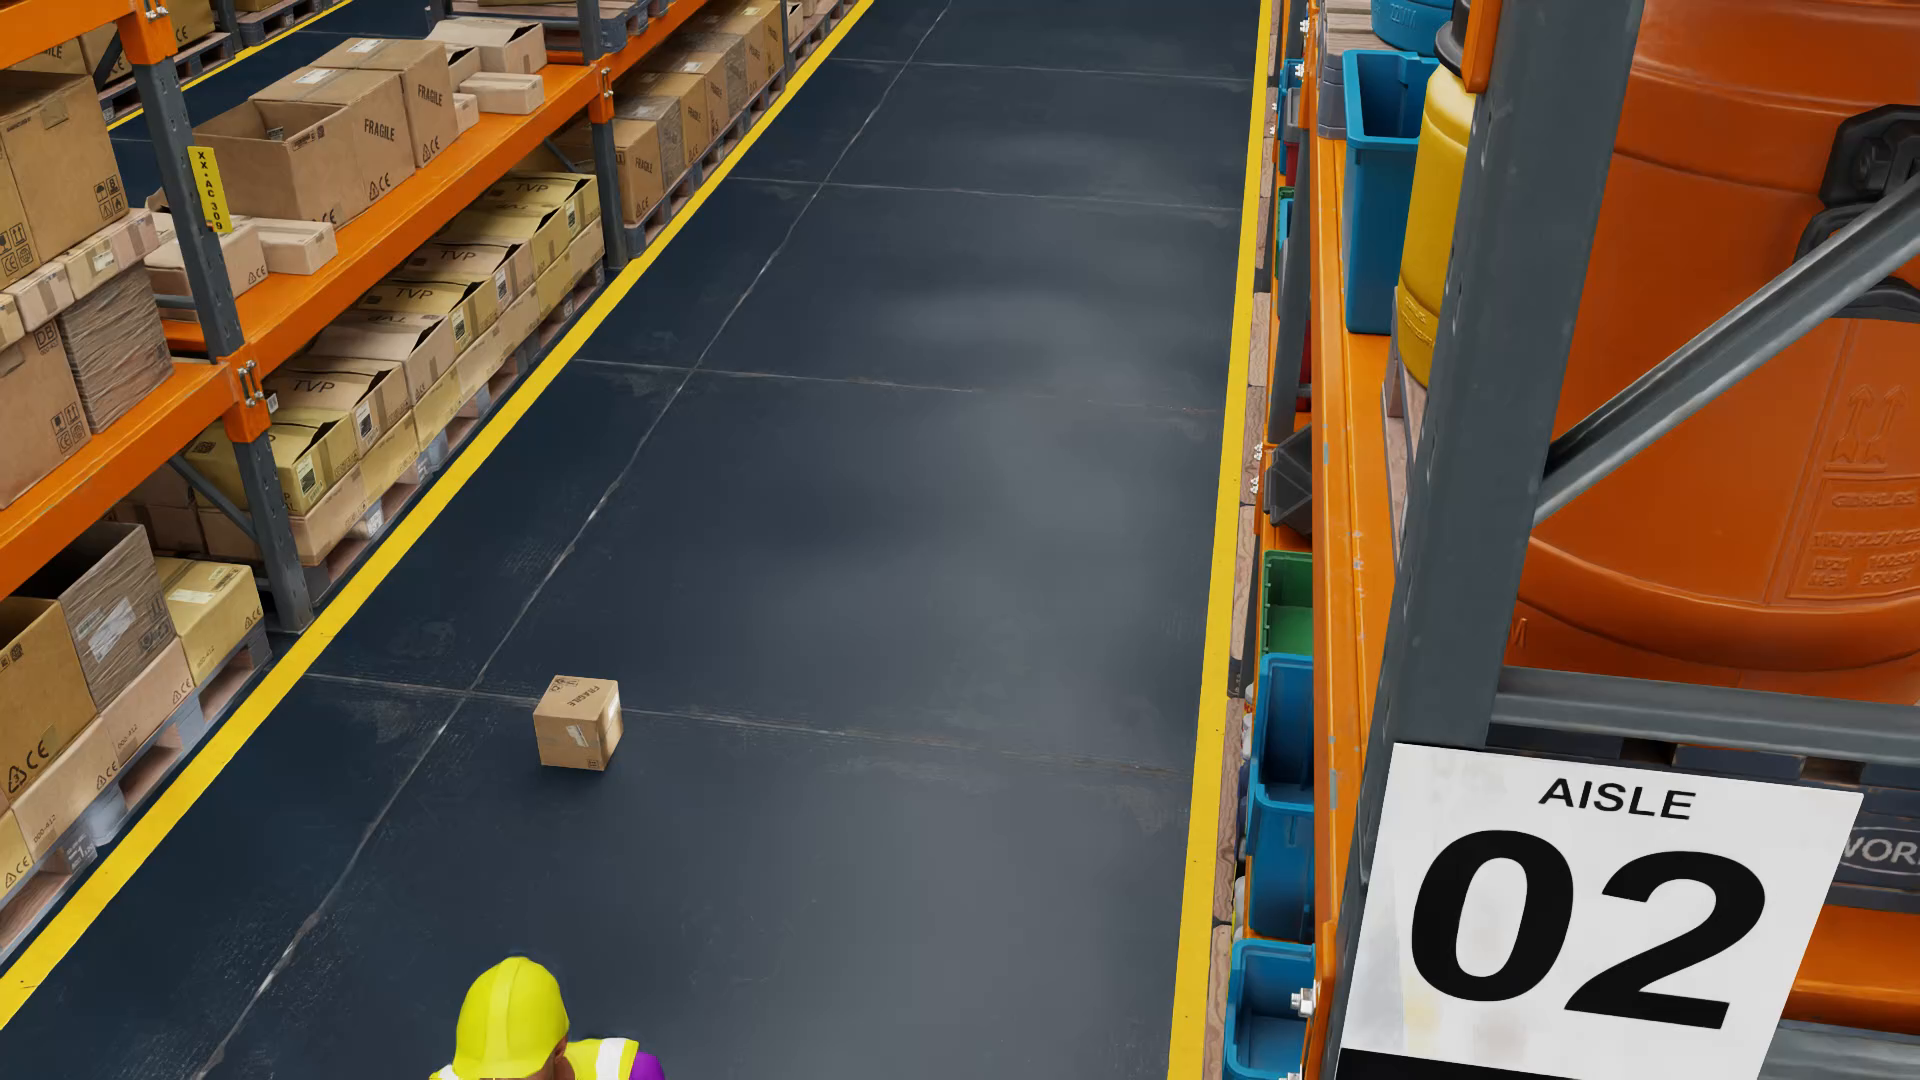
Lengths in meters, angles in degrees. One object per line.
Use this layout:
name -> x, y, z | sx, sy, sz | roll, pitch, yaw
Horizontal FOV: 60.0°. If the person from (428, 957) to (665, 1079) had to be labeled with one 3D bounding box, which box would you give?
person -> -0.841, 1.564, 3.599 | 0.575, 1.749, 0.759 | -6, 33, -10
